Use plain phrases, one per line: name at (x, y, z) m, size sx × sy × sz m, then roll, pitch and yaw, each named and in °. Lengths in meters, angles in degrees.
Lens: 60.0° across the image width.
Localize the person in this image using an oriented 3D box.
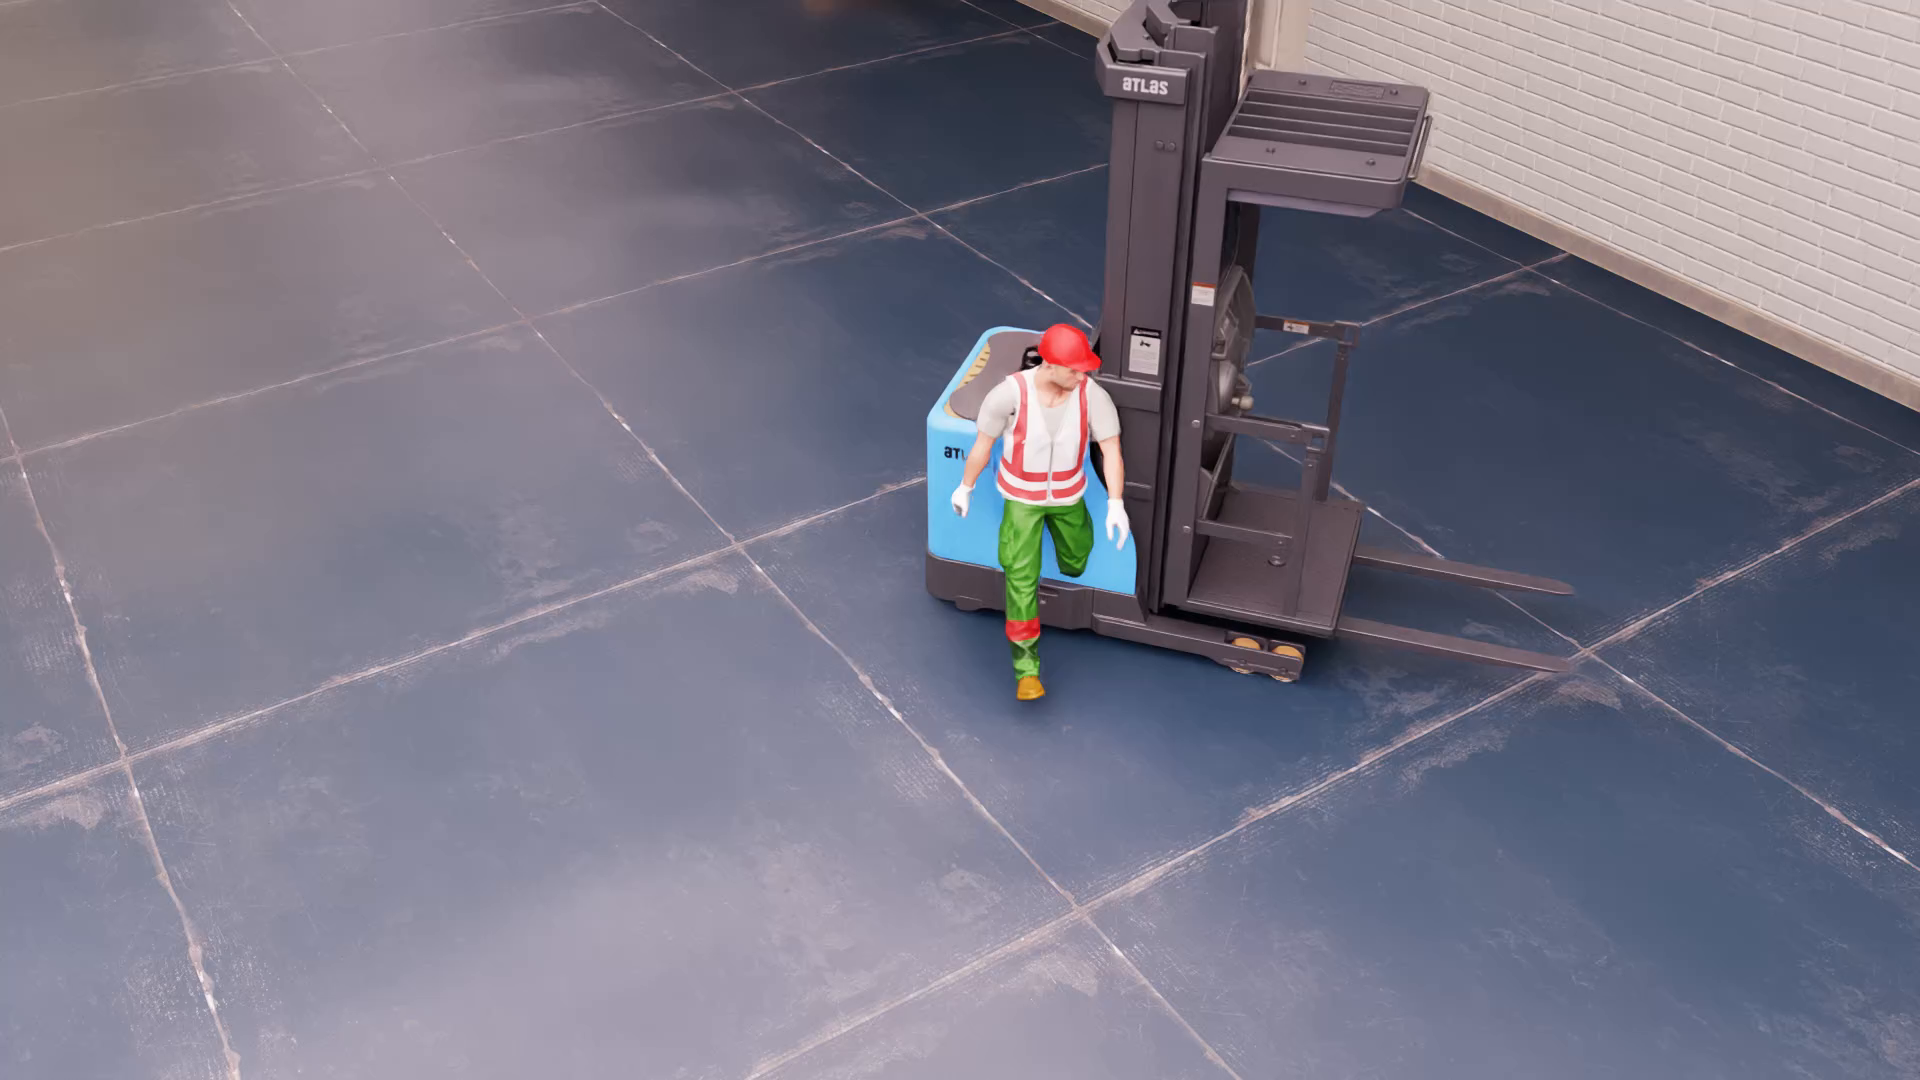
person at (0.365, -0.119, 7.402) m, size 0.720 × 1.757 × 0.980 m, roll -7°, pitch 36°, yaw -10°

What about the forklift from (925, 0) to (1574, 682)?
forklift at (1.406, -0.883, 7.404) m, size 3.031 × 2.935 × 1.130 m, roll 11°, pitch 37°, yaw 15°
